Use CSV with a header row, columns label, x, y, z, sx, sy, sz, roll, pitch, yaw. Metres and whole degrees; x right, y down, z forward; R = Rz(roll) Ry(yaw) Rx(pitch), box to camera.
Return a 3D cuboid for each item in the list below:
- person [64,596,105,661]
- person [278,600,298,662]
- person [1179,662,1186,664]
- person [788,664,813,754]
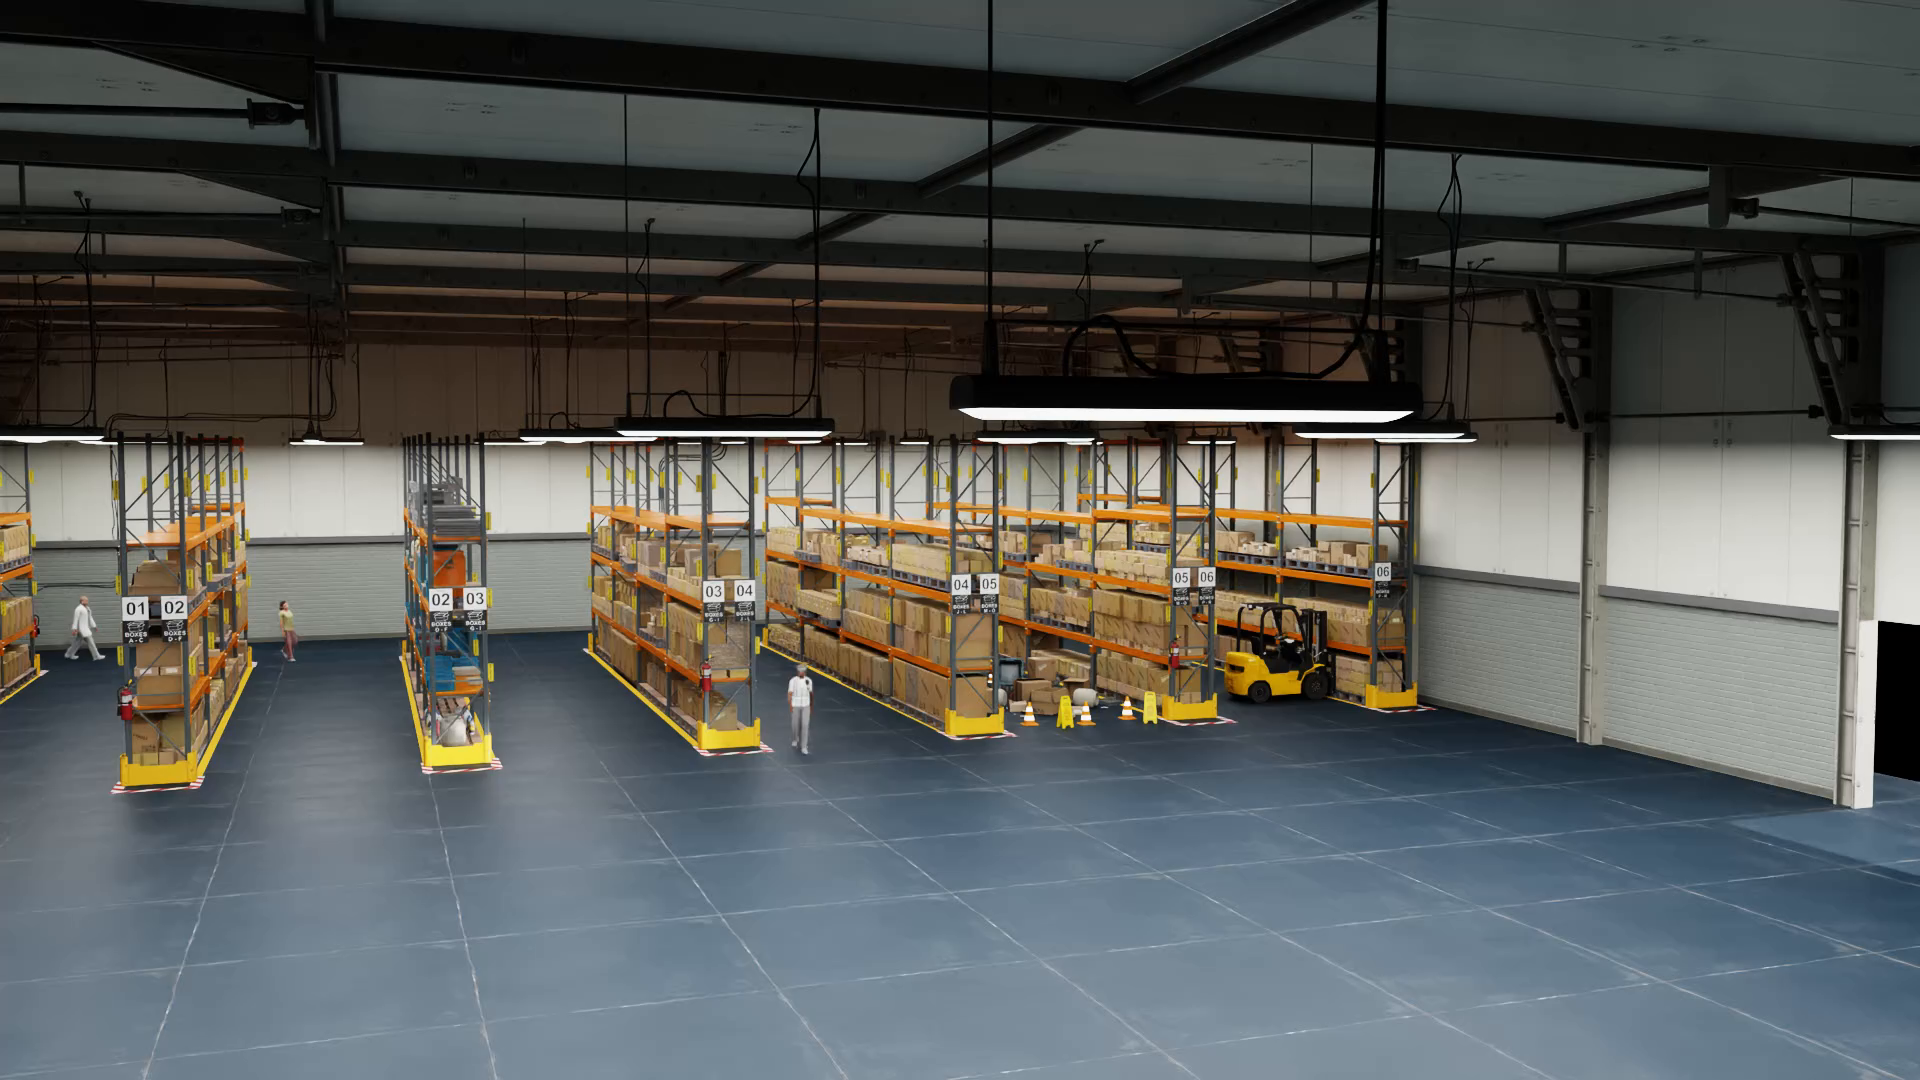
label,x,y,z,sx,sy,sz,roll,pitch,yaw
person,-23.515,2.376,44.666,1.145,1.733,0.632,0,3,-4
person,-17.982,2.427,44.394,0.571,1.642,0.463,2,4,30
person,5.271,2.719,40.291,0.588,1.559,0.721,-1,3,-19
person,-3.002,3.163,31.439,0.508,1.649,0.780,-1,3,-17
